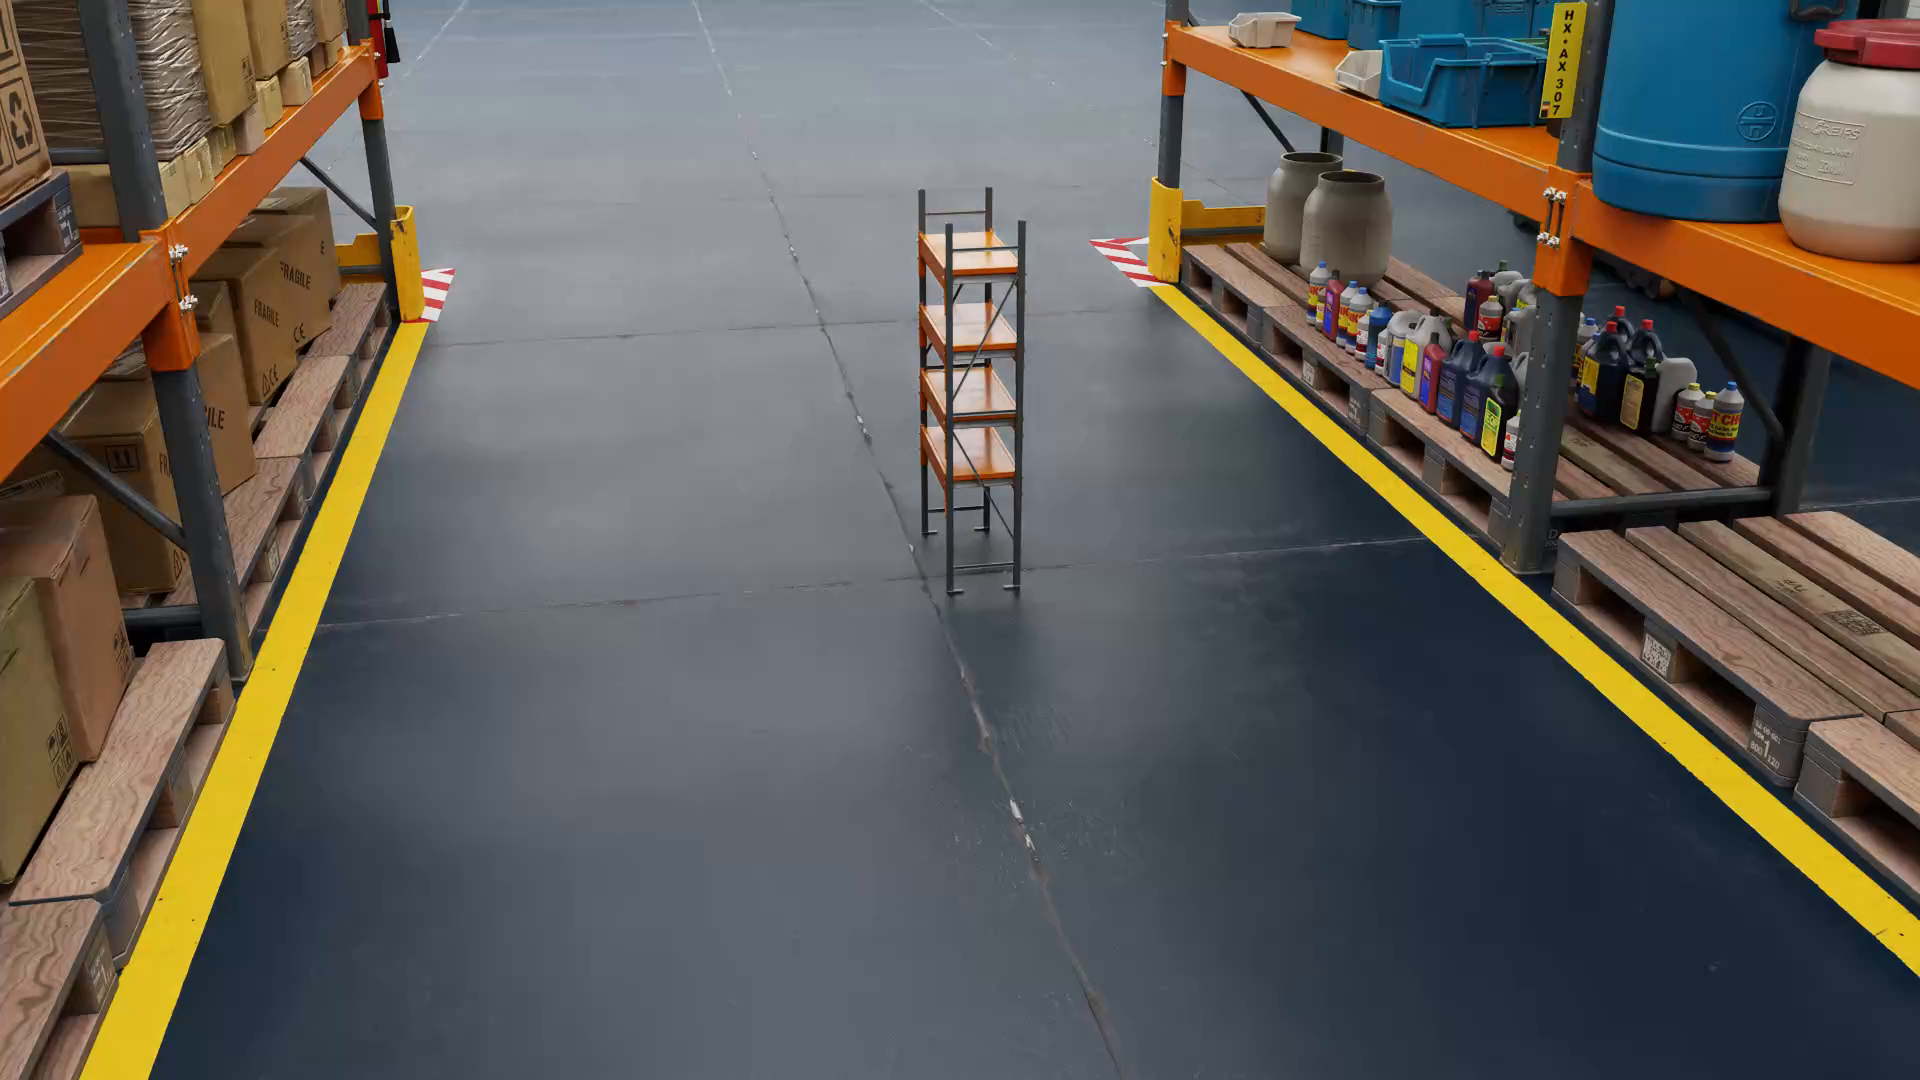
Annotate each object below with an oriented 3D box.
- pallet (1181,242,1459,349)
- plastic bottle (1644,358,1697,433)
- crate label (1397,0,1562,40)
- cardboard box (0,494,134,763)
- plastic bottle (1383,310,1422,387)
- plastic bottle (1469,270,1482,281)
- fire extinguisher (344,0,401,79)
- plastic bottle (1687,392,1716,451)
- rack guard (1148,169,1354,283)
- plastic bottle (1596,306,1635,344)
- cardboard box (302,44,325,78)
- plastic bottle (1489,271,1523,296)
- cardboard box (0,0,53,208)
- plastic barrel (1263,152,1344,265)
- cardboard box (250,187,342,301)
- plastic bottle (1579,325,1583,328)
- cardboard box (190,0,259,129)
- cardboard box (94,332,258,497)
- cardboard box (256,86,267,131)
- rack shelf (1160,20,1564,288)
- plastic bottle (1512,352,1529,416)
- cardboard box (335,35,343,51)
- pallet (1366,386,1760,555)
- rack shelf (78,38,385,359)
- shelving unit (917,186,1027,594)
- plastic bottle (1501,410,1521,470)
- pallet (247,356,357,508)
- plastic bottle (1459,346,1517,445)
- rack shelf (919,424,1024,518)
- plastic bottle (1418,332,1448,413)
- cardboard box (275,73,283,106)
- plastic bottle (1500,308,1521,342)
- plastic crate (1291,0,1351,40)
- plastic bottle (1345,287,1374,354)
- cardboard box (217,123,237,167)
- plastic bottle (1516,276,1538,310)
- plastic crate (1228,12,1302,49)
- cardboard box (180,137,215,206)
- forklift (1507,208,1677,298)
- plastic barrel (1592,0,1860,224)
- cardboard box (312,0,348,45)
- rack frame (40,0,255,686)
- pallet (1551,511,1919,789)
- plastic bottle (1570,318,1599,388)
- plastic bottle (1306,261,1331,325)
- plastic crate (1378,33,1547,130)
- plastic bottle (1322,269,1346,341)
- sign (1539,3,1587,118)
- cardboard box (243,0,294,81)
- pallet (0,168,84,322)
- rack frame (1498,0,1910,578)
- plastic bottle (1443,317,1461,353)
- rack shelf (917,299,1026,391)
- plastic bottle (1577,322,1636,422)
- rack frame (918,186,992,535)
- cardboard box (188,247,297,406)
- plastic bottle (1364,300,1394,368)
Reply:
[{"bbox_3d":[1.773,-1.260,8.371,1.003,0.211,1.213,-4,24,-10],"label":"pallet"},{"bbox_3d":[2.593,-0.547,6.108,0.152,0.276,0.135,-3,24,-8],"label":"plastic bottle"},{"bbox_3d":[2.174,-2.196,6.987,0.502,0.435,0.616,-4,24,-10],"label":"crate label"},{"bbox_3d":[-2.468,0.243,4.019,0.700,0.500,0.500,-6,24,-14],"label":"cardboard box"},{"bbox_3d":[1.784,-0.763,6.602,0.152,0.276,0.135,-4,24,-9],"label":"plastic bottle"},{"bbox_3d":[2.338,-1.113,7.498,0.097,0.201,0.097,0,24,0],"label":"plastic bottle"},{"bbox_3d":[-2.868,-2.561,7.963,0.296,0.674,0.183,-4,24,-10],"label":"fire extinguisher"},{"bbox_3d":[2.660,-0.428,5.928,0.097,0.201,0.097,0,24,0],"label":"plastic bottle"},{"bbox_3d":[1.628,-1.712,9.045,1.175,0.500,0.348,-4,24,-10],"label":"rack guard"},{"bbox_3d":[2.531,-0.721,6.413,0.144,0.351,0.185,-5,24,-12],"label":"plastic bottle"},{"bbox_3d":[-2.871,-2.013,6.925,0.380,0.149,0.250,-4,24,-10],"label":"cardboard box"},{"bbox_3d":[2.358,-1.046,7.251,0.152,0.276,0.135,-4,24,-9],"label":"plastic bottle"},{"bbox_3d":[-2.551,-1.089,3.220,1.000,1.000,1.000,-4,24,-9],"label":"cardboard box"},{"bbox_3d":[1.764,-1.683,8.440,0.421,0.512,0.421,0,24,0],"label":"plastic barrel"},{"bbox_3d":[-3.201,-1.318,7.617,0.500,0.500,0.500,0,24,0],"label":"cardboard box"},{"bbox_3d":[2.502,-0.765,6.701,0.097,0.201,0.097,0,24,0],"label":"plastic bottle"},{"bbox_3d":[-2.641,-1.507,4.956,0.875,0.500,0.500,-4,24,-10],"label":"cardboard box"},{"bbox_3d":[-2.708,-0.376,5.462,0.500,0.500,0.500,3,24,7],"label":"cardboard box"},{"bbox_3d":[-2.560,-1.426,5.580,0.380,0.149,0.250,-4,24,-10],"label":"cardboard box"},{"bbox_3d":[1.937,-1.768,6.948,1.077,0.370,4.000,-4,24,-10],"label":"rack shelf"},{"bbox_3d":[2.047,-0.541,6.001,0.144,0.351,0.185,-4,24,-10],"label":"plastic bottle"},{"bbox_3d":[-3.044,-2.305,7.595,0.380,0.149,0.250,-4,24,-10],"label":"cardboard box"},{"bbox_3d":[2.224,-0.300,6.173,1.003,0.211,1.213,-4,24,-10],"label":"pallet"},{"bbox_3d":[-2.930,-1.401,6.109,1.077,0.370,4.000,-4,24,-10],"label":"rack shelf"},{"bbox_3d":[0.031,-0.485,5.361,0.258,1.200,0.503,-4,24,-10],"label":"shelving unit"},{"bbox_3d":[1.934,-0.350,5.749,0.097,0.201,0.097,0,24,0],"label":"plastic bottle"},{"bbox_3d":[-2.948,-0.409,6.422,1.003,0.211,1.213,-4,24,-10],"label":"pallet"},{"bbox_3d":[1.905,-0.530,5.976,0.144,0.351,0.185,-5,24,-11],"label":"plastic bottle"},{"bbox_3d":[0.031,-0.241,5.467,0.258,0.148,0.480,-4,24,-10],"label":"rack shelf"},{"bbox_3d":[1.798,-0.636,6.302,0.061,0.283,0.133,-3,24,-6],"label":"plastic bottle"},{"bbox_3d":[-2.686,-1.620,6.025,0.380,0.149,0.250,-4,24,-10],"label":"cardboard box"},{"bbox_3d":[2.307,-0.867,6.933,0.097,0.201,0.097,0,24,0],"label":"plastic bottle"},{"bbox_3d":[1.954,-2.641,8.235,0.499,0.251,0.616,-4,24,-10],"label":"plastic crate"},{"bbox_3d":[1.679,-0.925,6.979,0.097,0.271,0.097,0,24,0],"label":"plastic bottle"},{"bbox_3d":[-2.467,-1.229,5.130,0.380,0.149,0.250,-4,24,-10],"label":"cardboard box"},{"bbox_3d":[2.418,-0.961,6.963,0.144,0.351,0.185,-3,24,-8],"label":"plastic bottle"},{"bbox_3d":[1.417,-2.387,7.798,0.298,0.136,0.250,-4,24,-10],"label":"plastic crate"},{"bbox_3d":[-2.338,-1.035,4.686,0.380,0.149,0.250,-4,24,-10],"label":"cardboard box"},{"bbox_3d":[4.068,-2.741,8.363,1.130,2.935,3.031,-3,24,-8],"label":"forklift"},{"bbox_3d":[2.081,-1.366,4.504,0.600,0.901,0.708,-4,24,-10],"label":"plastic barrel"},{"bbox_3d":[-3.015,-2.293,6.757,0.875,0.500,0.500,-4,24,-10],"label":"cardboard box"},{"bbox_3d":[-2.560,-0.944,4.164,1.000,3.000,0.127,-4,24,-10],"label":"rack frame"},{"bbox_3d":[2.491,0.273,4.861,1.003,0.211,1.213,-4,24,-10],"label":"pallet"},{"bbox_3d":[2.467,-0.739,6.555,0.097,0.271,0.097,0,24,0],"label":"plastic bottle"},{"bbox_3d":[1.597,-1.099,7.378,0.097,0.271,0.097,0,24,0],"label":"plastic bottle"},{"bbox_3d":[1.836,-1.658,5.984,0.499,0.251,0.616,-4,24,-10],"label":"plastic crate"},{"bbox_3d":[1.621,-1.014,7.169,0.061,0.283,0.133,-4,24,-9],"label":"plastic bottle"},{"bbox_3d":[1.765,-1.401,4.864,0.100,0.325,0.005,-4,24,-10],"label":"sign"},{"bbox_3d":[-2.884,-1.896,5.847,0.875,0.500,0.500,-4,24,-10],"label":"cardboard box"},{"bbox_3d":[-2.562,-0.545,3.489,1.003,0.211,1.213,-4,24,-10],"label":"pallet"},{"bbox_3d":[2.307,-1.311,5.003,1.000,3.000,0.127,-4,24,-10],"label":"rack frame"},{"bbox_3d":[1.906,-0.720,6.494,0.061,0.283,0.133,-4,24,-10],"label":"plastic bottle"},{"bbox_3d":[0.031,-0.628,5.298,0.258,0.148,0.480,-4,24,-10],"label":"rack shelf"},{"bbox_3d":[2.424,-0.636,6.218,0.144,0.351,0.185,-4,24,-10],"label":"plastic bottle"},{"bbox_3d":[-0.015,-0.581,5.581,0.240,1.200,0.015,-4,24,-10],"label":"rack frame"},{"bbox_3d":[-2.960,-0.837,6.518,0.500,0.500,0.500,-2,24,-5],"label":"cardboard box"},{"bbox_3d":[1.716,-0.845,6.797,0.097,0.271,0.097,0,24,0],"label":"plastic bottle"}]
